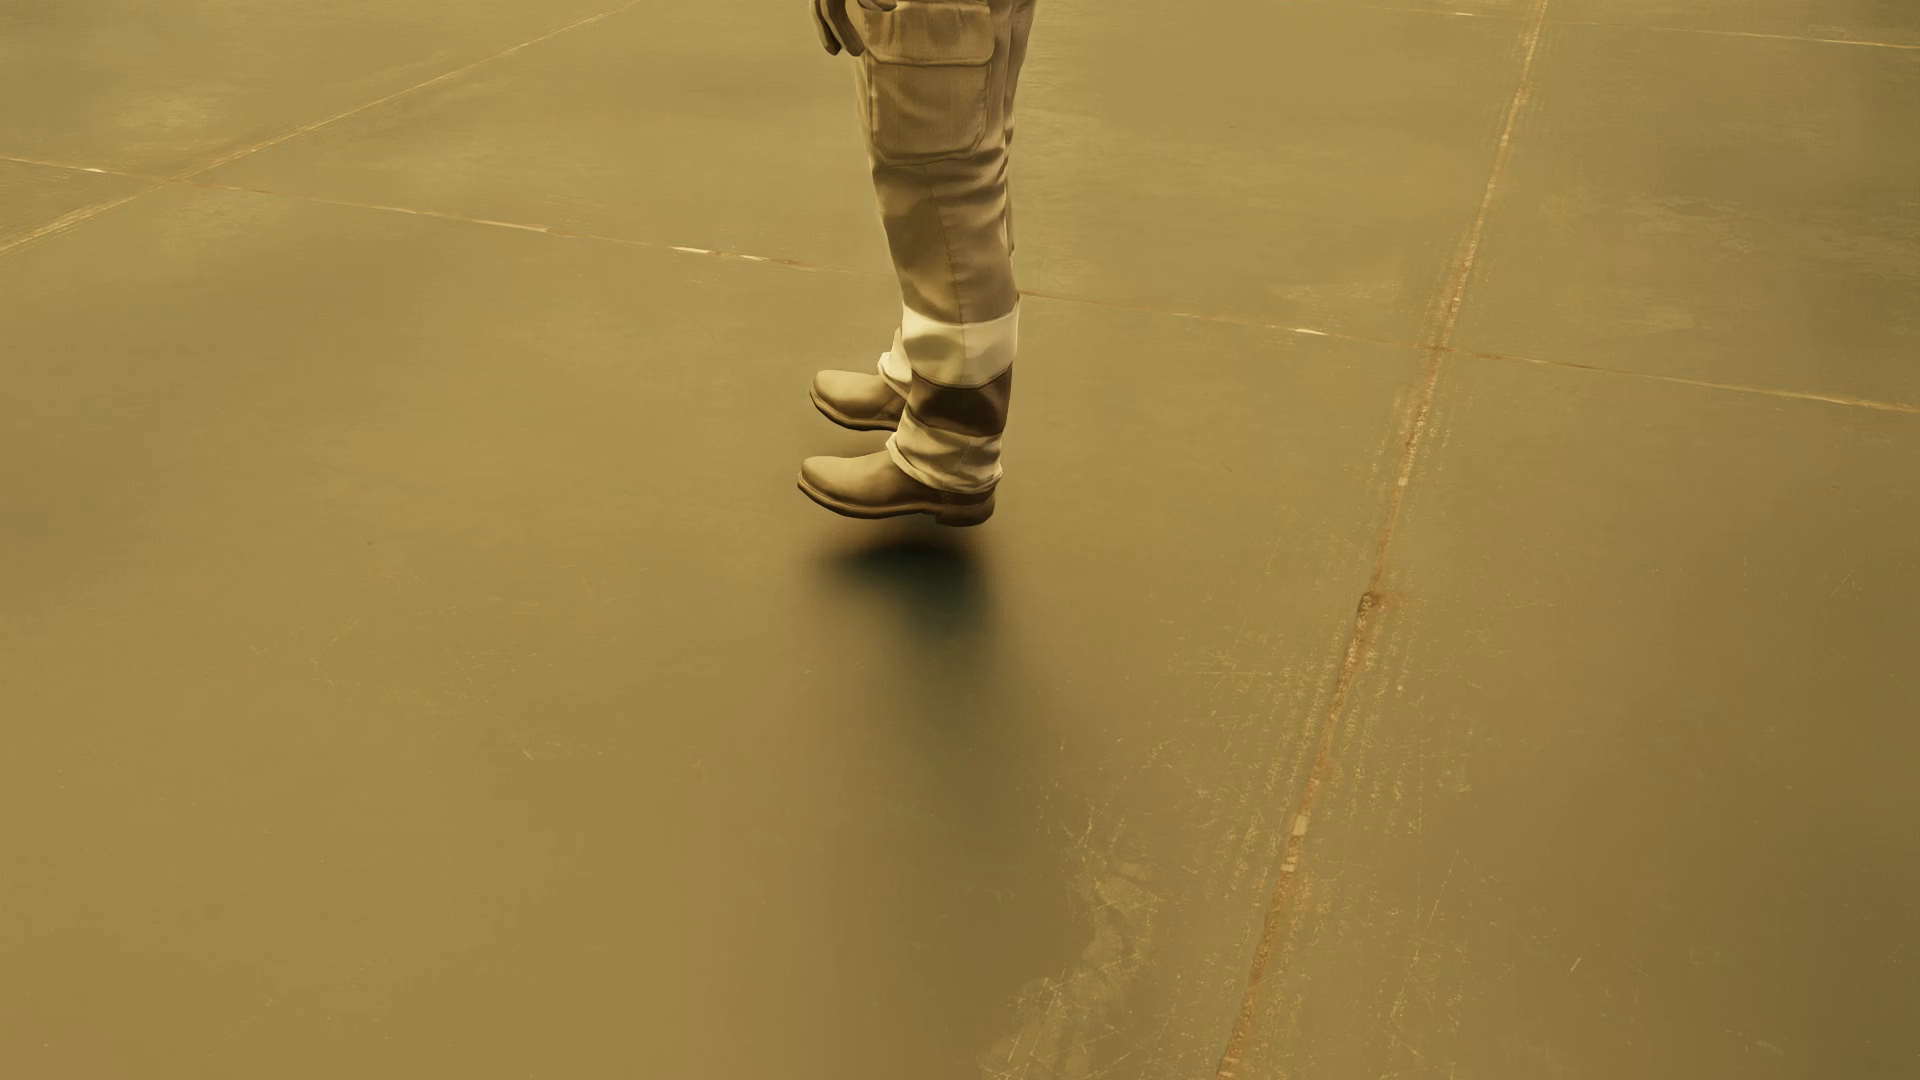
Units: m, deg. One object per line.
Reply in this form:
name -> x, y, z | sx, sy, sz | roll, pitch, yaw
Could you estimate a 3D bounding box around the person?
person -> -0.071, -0.839, 2.069 | 0.564, 1.786, 0.638 | 10, 31, 18
